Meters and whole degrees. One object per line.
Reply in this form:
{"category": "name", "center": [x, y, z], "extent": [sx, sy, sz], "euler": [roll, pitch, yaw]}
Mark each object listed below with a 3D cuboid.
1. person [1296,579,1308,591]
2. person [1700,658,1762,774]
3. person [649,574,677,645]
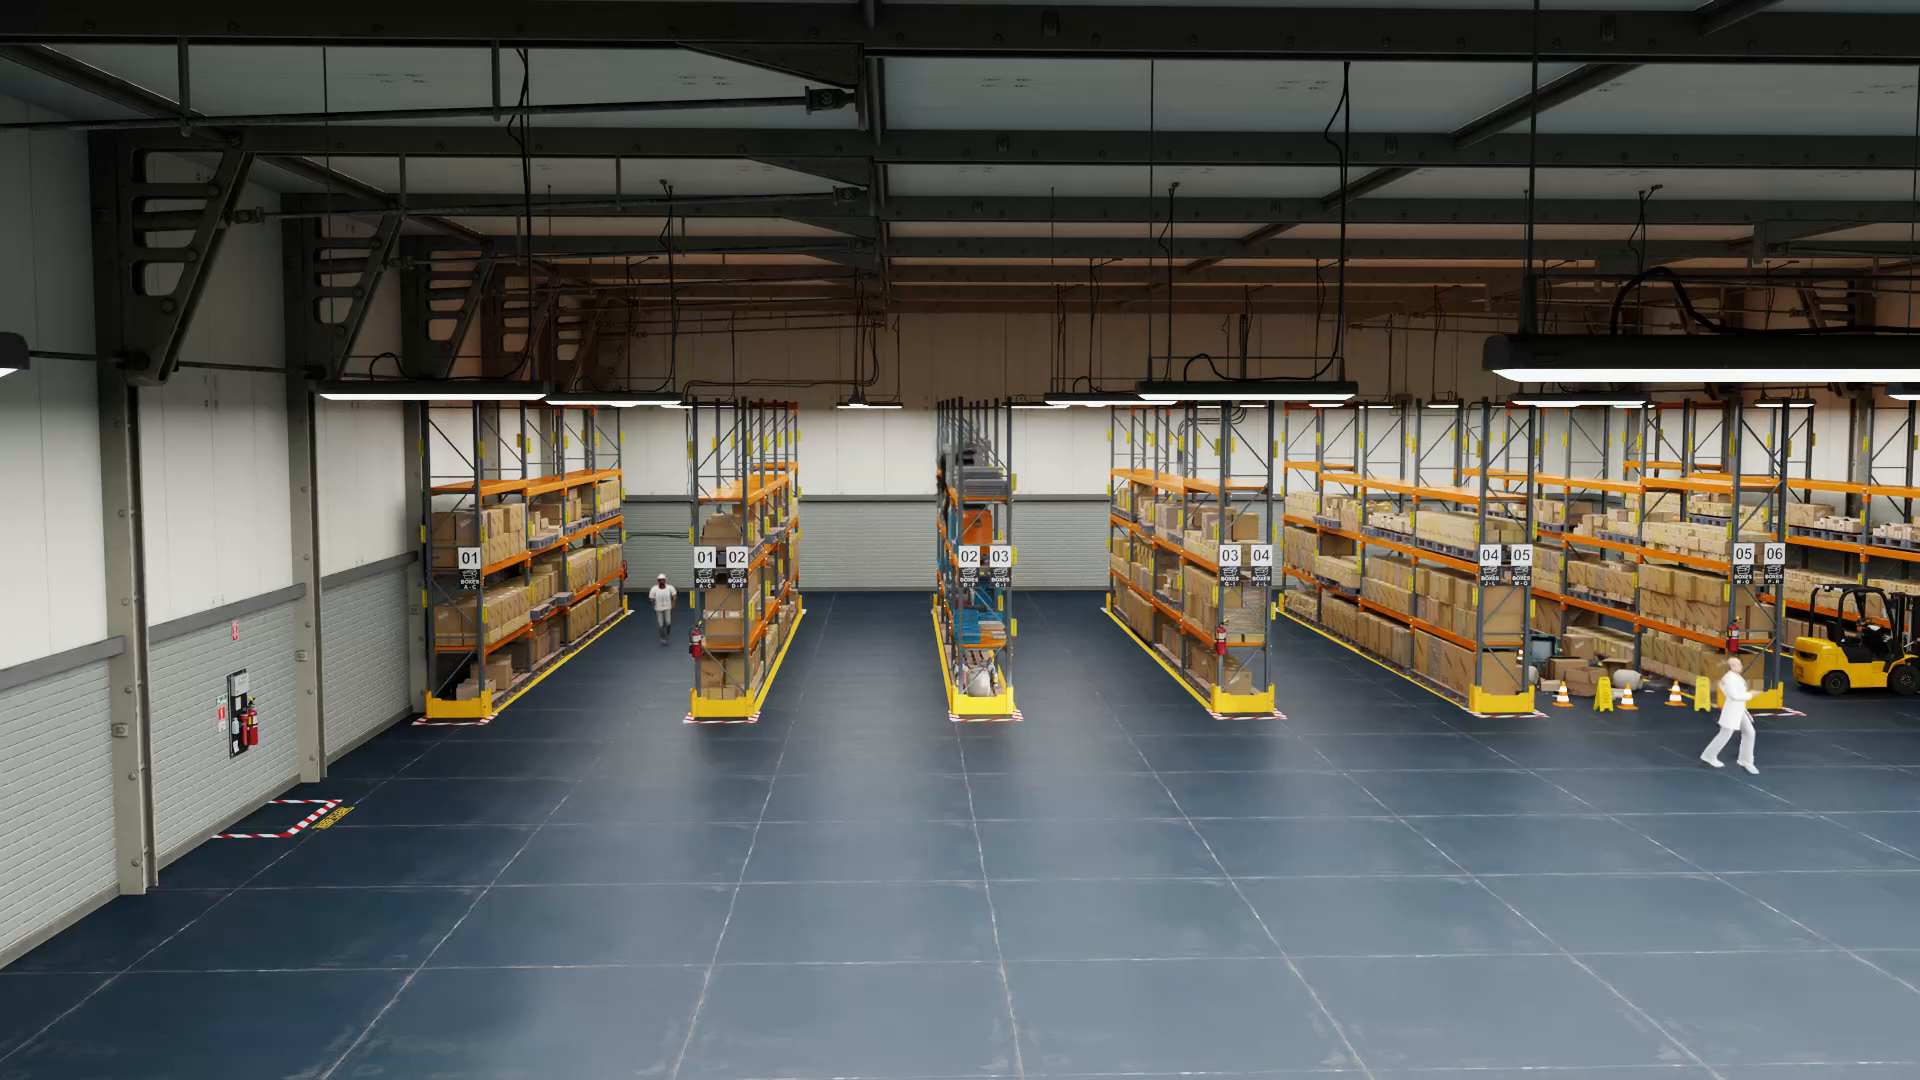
{"category": "person", "center": [10.052, 1.075, 48.841], "extent": [0.602, 1.744, 0.650], "euler": [-1, 5, -11]}
{"category": "person", "center": [12.286, 2.787, 26.470], "extent": [0.866, 1.846, 0.677], "euler": [4, 6, 40]}
{"category": "person", "center": [-7.263, 1.707, 40.686], "extent": [0.672, 1.746, 0.656], "euler": [-1, 4, -9]}
